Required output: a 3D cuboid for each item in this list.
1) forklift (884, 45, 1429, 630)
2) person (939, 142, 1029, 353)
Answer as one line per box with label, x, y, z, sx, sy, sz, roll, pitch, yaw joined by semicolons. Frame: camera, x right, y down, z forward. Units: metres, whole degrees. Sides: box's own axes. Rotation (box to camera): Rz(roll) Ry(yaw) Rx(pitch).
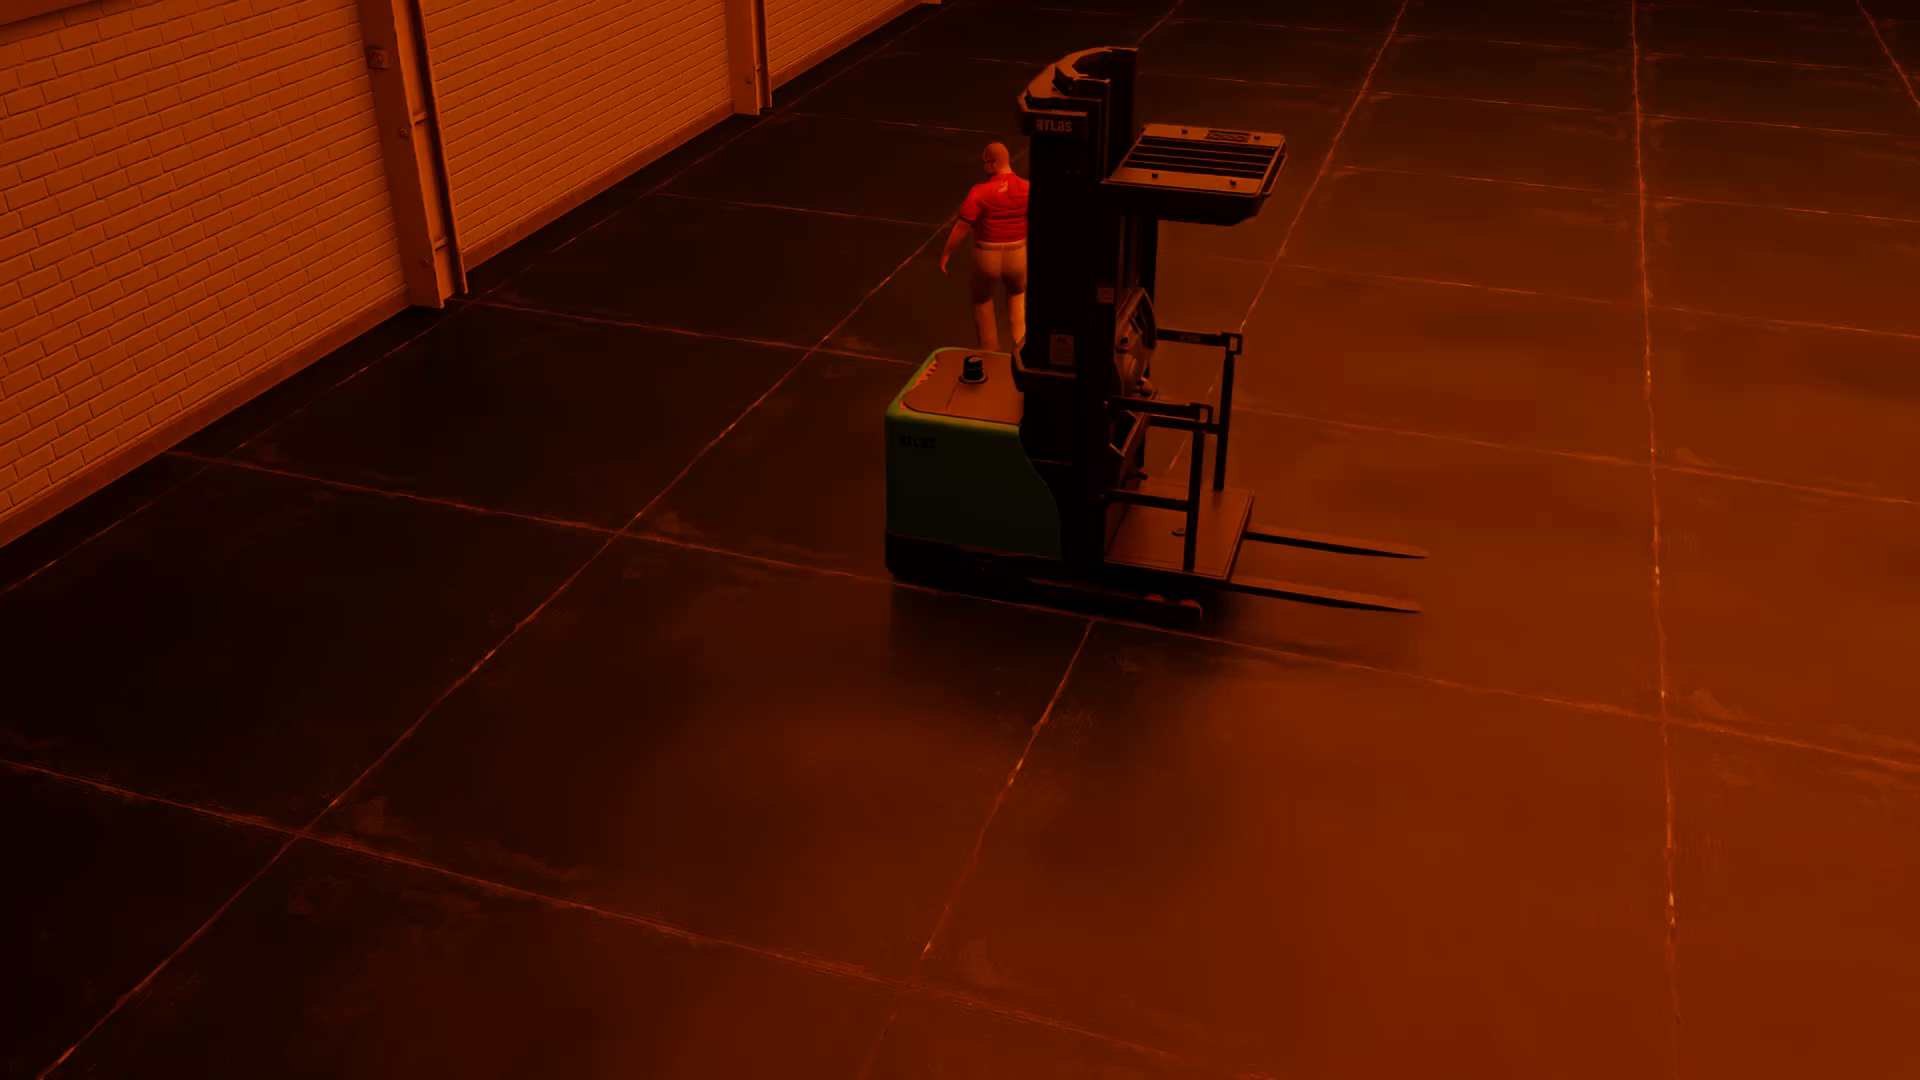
forklift;1.141;-1.072;9.017;3.031;2.935;1.130;9;31;15
person;0.232;-2.028;11.964;0.779;1.707;0.492;-4;30;-7
